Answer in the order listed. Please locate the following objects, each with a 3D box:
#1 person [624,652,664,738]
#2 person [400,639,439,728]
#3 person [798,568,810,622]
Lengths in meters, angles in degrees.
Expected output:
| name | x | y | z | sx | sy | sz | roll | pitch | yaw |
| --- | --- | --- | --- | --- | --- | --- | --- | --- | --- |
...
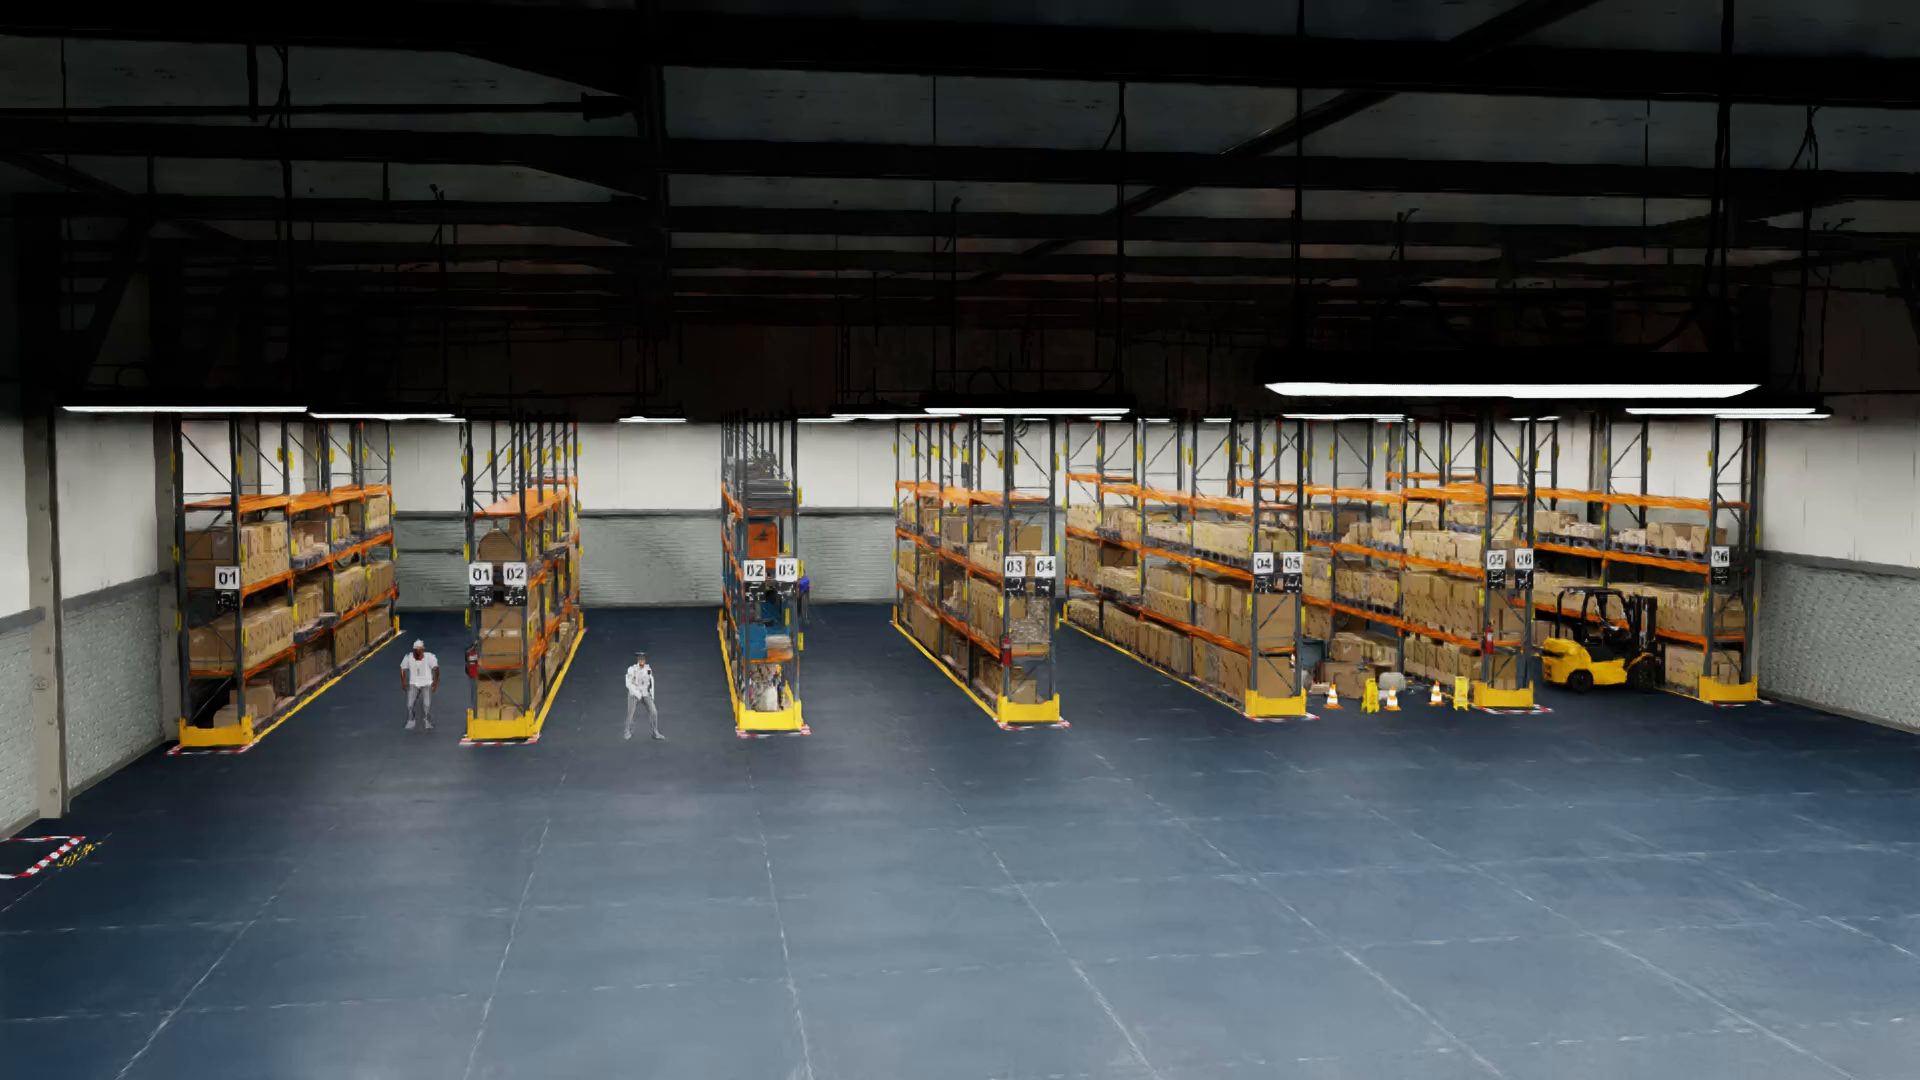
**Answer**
| name | x | y | z | sx | sy | sz | roll | pitch | yaw |
| --- | --- | --- | --- | --- | --- | --- | --- | --- | --- |
| person | -5.800 | 2.806 | 30.186 | 0.640 | 1.618 | 0.771 | -2 | 5 | -29 |
| person | -10.133 | 2.700 | 31.179 | 0.719 | 1.713 | 0.578 | -1 | 4 | -11 |
| person | -4.581 | 1.625 | 48.083 | 0.447 | 1.460 | 1.088 | -1 | 4 | -7 |
